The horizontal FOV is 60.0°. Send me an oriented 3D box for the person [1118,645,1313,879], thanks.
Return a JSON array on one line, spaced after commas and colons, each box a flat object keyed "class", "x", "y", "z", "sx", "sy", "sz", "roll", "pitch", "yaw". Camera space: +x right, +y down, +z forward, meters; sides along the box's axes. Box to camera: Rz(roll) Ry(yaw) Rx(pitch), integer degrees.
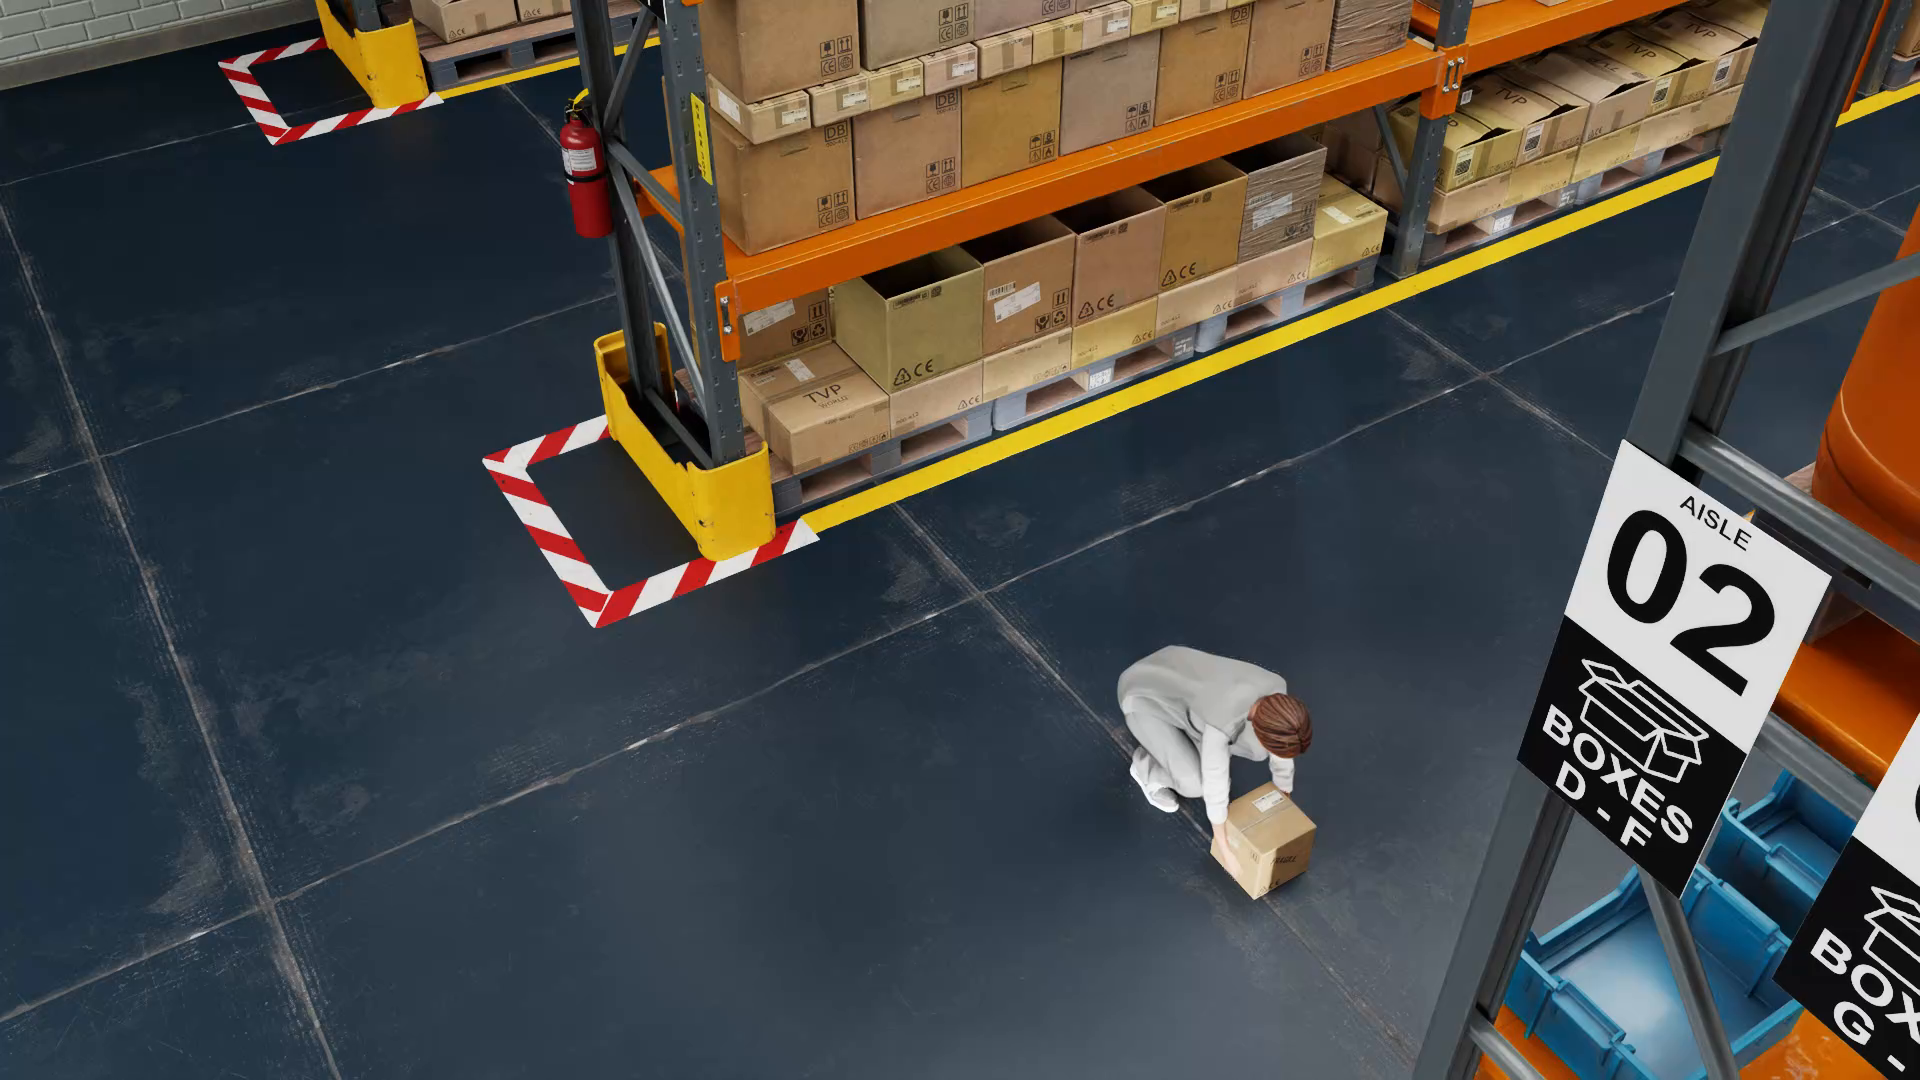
[{"class": "person", "x": 0.906, "y": 0.695, "z": 6.015, "sx": 0.436, "sy": 0.762, "sz": 0.806, "roll": -23, "pitch": 46, "yaw": -24}]
